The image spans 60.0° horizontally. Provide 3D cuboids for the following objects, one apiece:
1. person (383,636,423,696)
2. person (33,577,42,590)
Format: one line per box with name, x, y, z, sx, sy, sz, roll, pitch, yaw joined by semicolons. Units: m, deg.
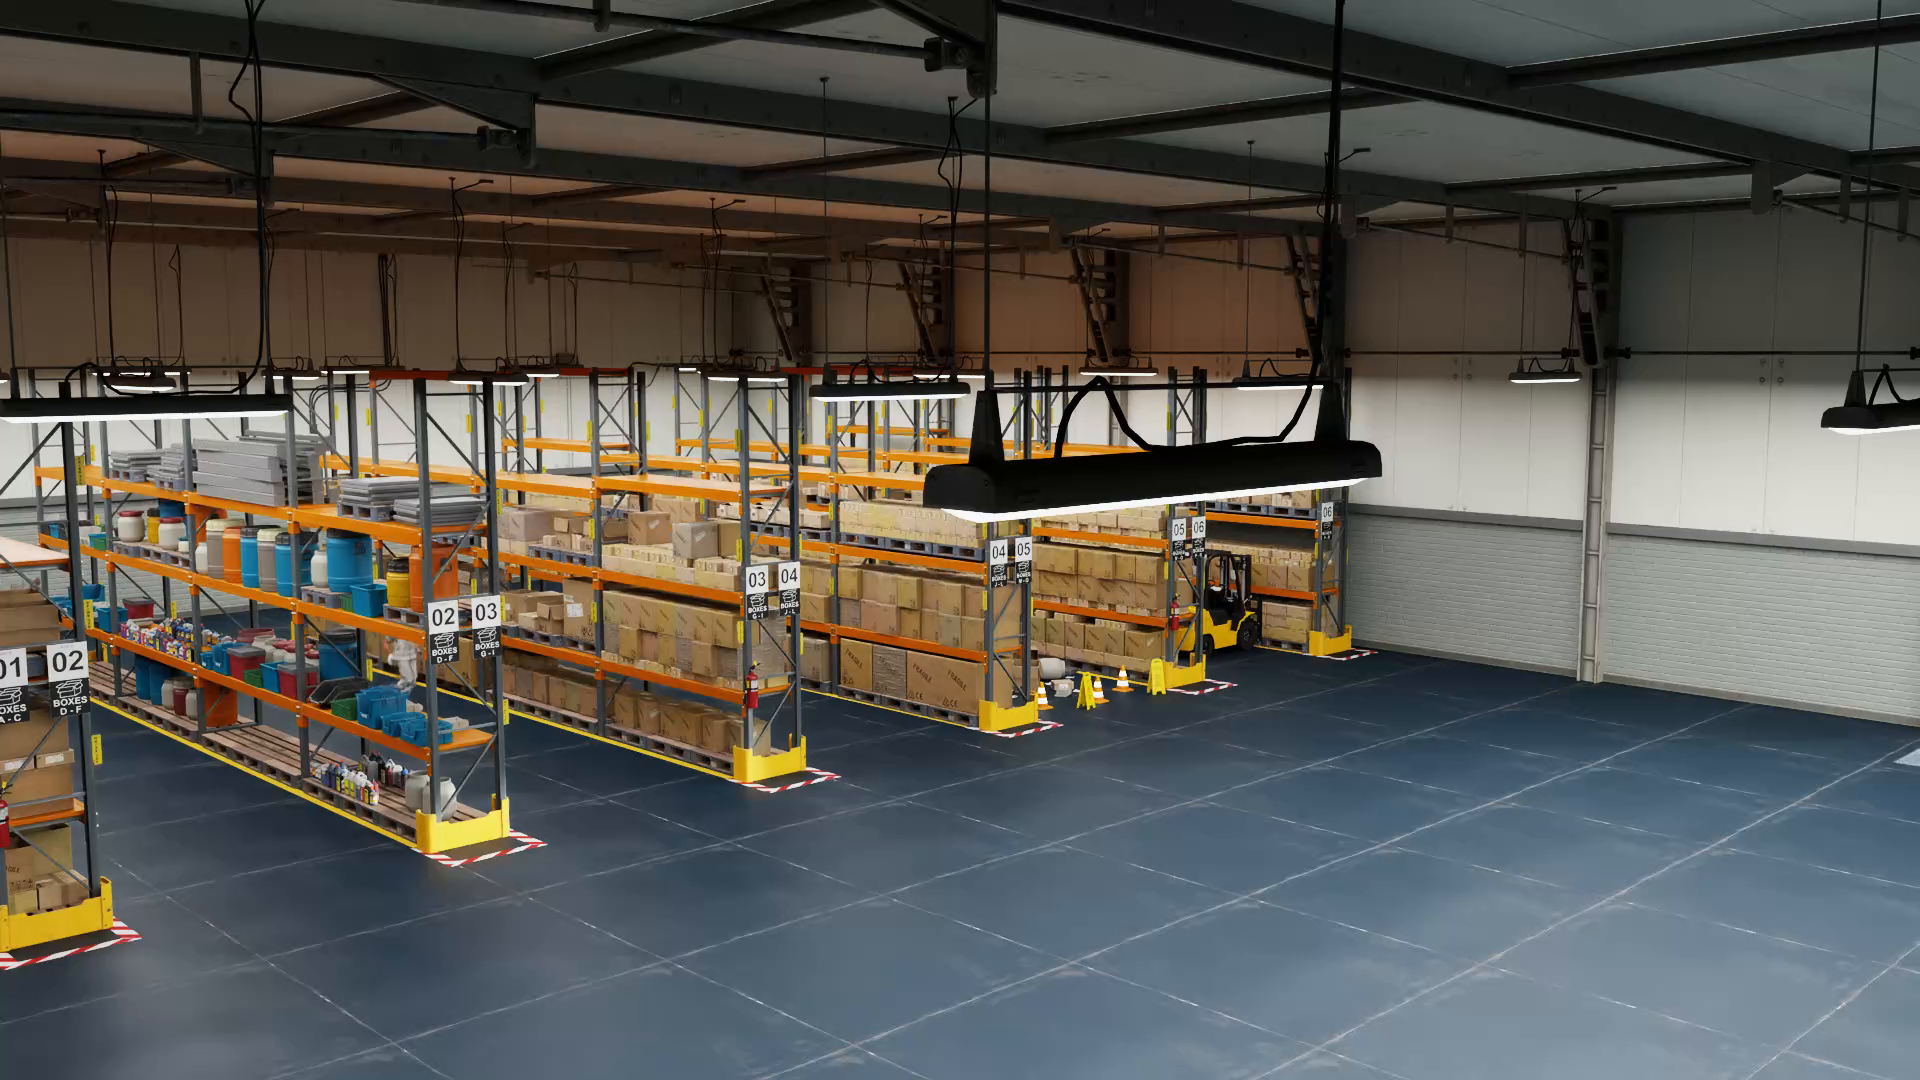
person;-9.838;2.135;29.560;0.633;1.734;0.671;4;8;34
person;-19.214;1.617;34.574;0.802;1.659;0.601;-4;8;-34
